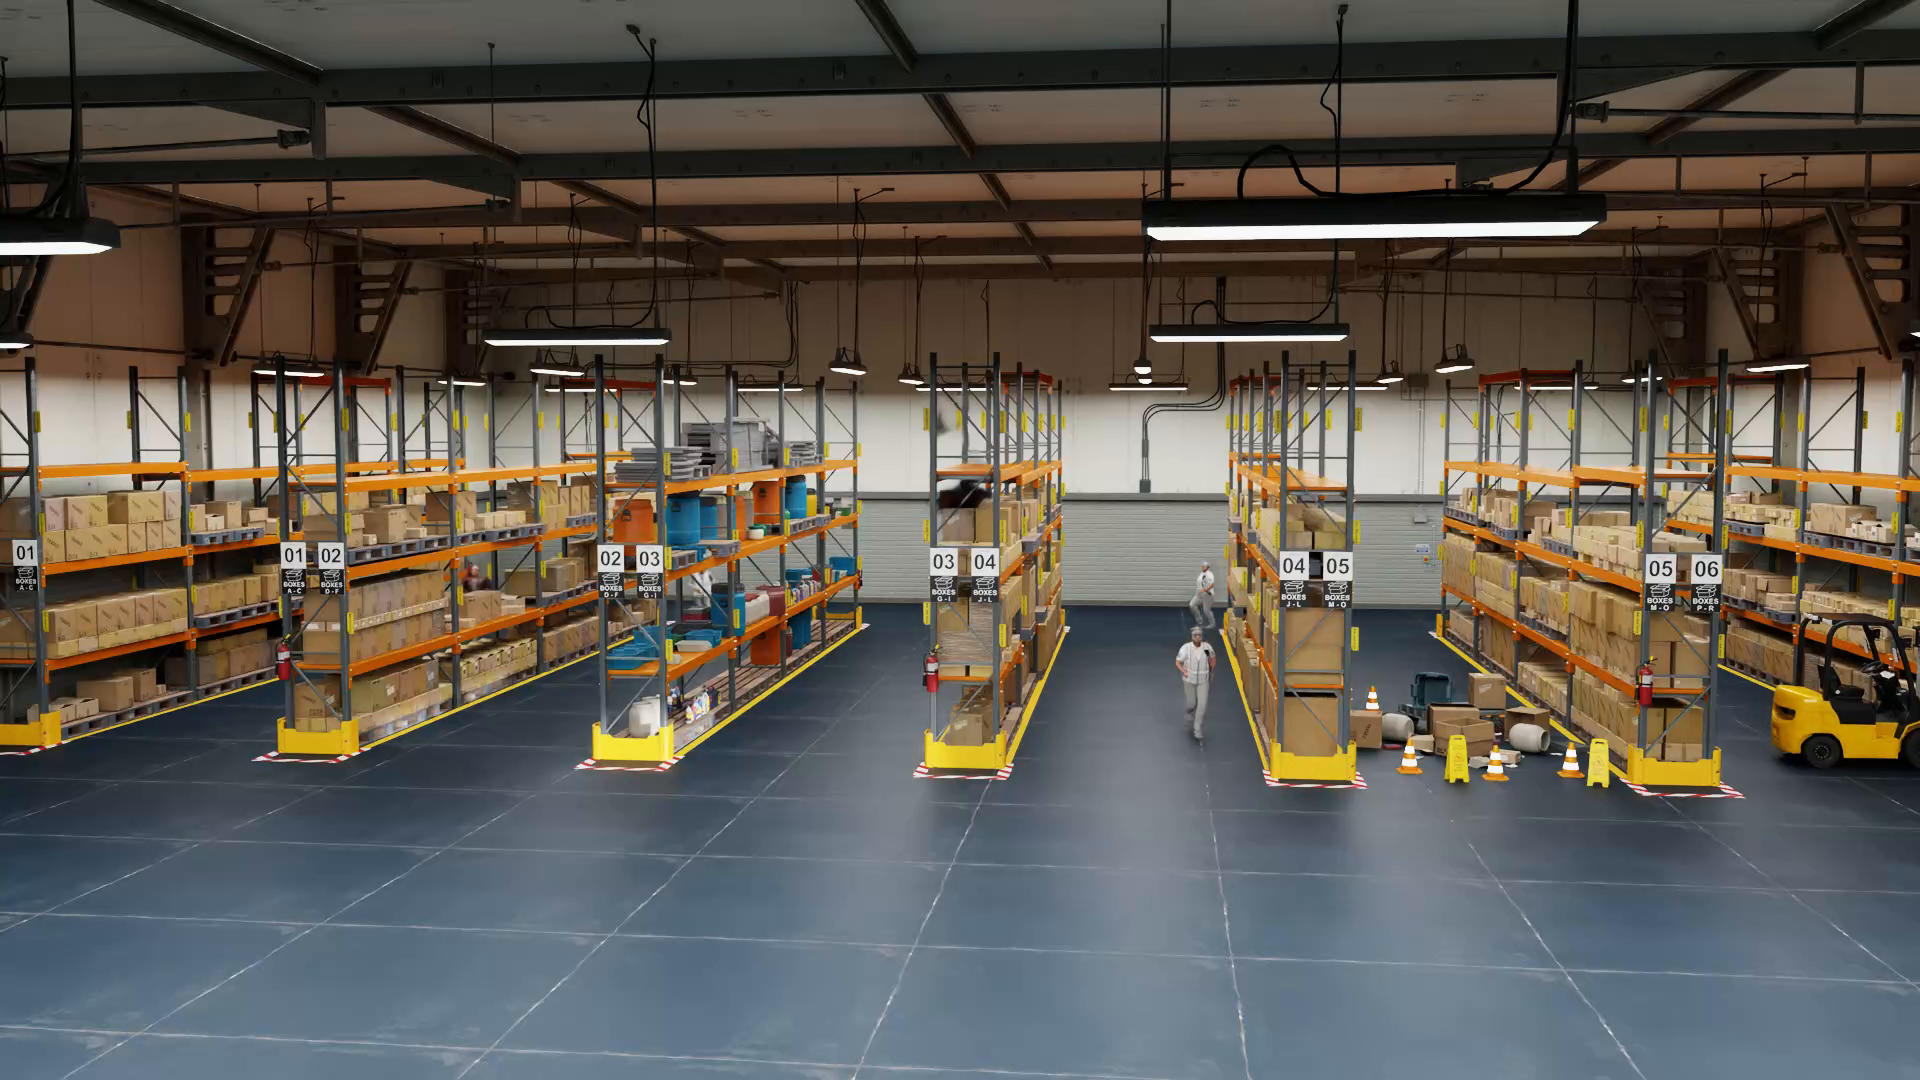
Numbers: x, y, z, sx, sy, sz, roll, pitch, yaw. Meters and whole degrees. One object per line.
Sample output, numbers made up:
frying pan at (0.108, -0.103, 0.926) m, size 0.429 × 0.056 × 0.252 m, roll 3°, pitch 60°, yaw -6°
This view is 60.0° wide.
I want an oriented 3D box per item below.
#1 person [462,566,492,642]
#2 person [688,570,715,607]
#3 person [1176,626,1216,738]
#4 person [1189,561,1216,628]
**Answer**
person at (-11.077, 1.454, 38.069) m, size 0.712 × 1.738 × 0.643 m, roll 0°, pitch 4°, yaw -1°
person at (-6.129, 1.340, 39.487) m, size 0.665 × 1.802 × 0.707 m, roll -1°, pitch 4°, yaw -13°
person at (3.800, 2.262, 26.731) m, size 0.672 × 1.790 × 0.814 m, roll 0°, pitch 4°, yaw 0°
person at (5.912, 1.343, 40.238) m, size 0.648 × 1.665 × 0.620 m, roll -2°, pitch 4°, yaw -25°
